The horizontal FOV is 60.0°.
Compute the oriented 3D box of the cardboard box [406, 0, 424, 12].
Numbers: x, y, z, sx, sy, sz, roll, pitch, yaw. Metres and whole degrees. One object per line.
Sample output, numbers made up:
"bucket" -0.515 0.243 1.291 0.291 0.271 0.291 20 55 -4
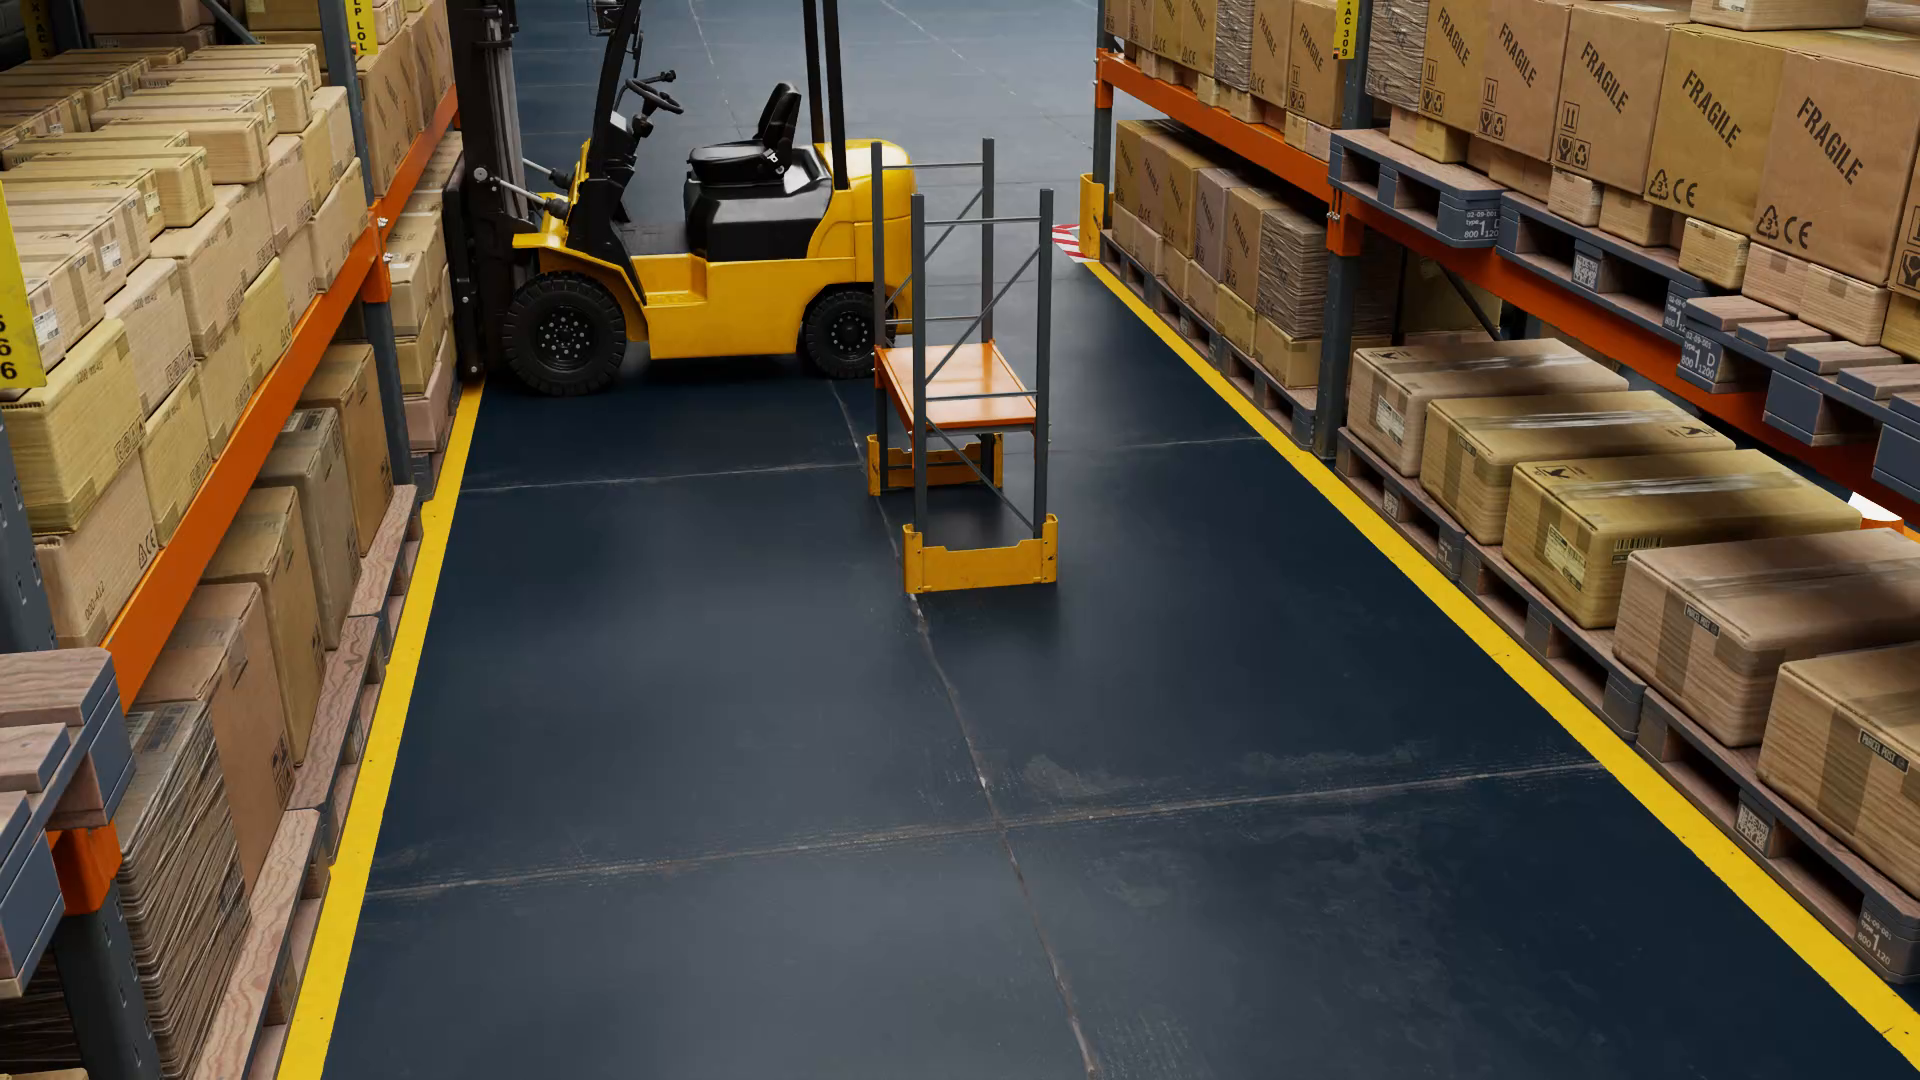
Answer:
"cardboard box" -2.893 -2.720 8.294 0.380 0.149 0.250 -4 24 -9

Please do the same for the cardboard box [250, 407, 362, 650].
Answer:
"cardboard box" -2.510 -0.016 5.481 0.875 0.625 0.625 -5 24 -10

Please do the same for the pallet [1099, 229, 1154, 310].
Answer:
"pallet" 1.514 -1.734 10.456 1.003 0.211 1.213 -4 24 -10

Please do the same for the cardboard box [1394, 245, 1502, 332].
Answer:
"cardboard box" 2.280 -1.319 7.995 0.500 0.500 0.500 -3 24 -7

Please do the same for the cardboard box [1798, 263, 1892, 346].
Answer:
"cardboard box" 2.360 -0.602 4.170 0.380 0.149 0.250 -5 24 -10

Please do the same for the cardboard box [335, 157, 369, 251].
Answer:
"cardboard box" -2.403 -1.174 5.878 0.500 0.250 0.500 -4 24 -9

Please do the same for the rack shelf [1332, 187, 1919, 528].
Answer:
"rack shelf" 2.494 -0.674 5.445 1.077 0.370 4.000 -4 24 -10

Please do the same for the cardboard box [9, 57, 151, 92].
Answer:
"cardboard box" -2.902 -1.501 5.504 0.380 0.149 0.250 -5 24 -12

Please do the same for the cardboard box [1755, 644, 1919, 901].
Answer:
"cardboard box" 2.769 0.572 4.452 0.950 0.372 0.625 -6 24 -13

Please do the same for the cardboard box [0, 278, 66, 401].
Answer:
"cardboard box" -1.784 -0.339 2.842 0.380 0.149 0.250 -4 24 -8

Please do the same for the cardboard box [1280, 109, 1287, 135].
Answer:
"cardboard box" 1.740 -1.985 7.862 0.380 0.149 0.250 -4 24 -9

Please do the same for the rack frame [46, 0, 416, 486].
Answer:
"rack frame" -2.754 -1.422 6.258 1.000 3.000 0.127 -4 24 -10

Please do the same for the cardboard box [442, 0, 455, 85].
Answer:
"cardboard box" -3.144 -2.867 9.441 0.500 0.500 0.500 -5 24 -11

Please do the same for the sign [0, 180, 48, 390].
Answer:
"sign" -1.483 -0.387 2.540 0.100 0.325 0.005 -4 24 -10

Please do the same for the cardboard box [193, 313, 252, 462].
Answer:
"cardboard box" -2.046 -0.373 4.043 0.500 0.250 0.500 -5 24 -11

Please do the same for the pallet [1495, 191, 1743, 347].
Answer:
"pallet" 2.457 -0.905 5.314 1.003 0.211 1.213 -4 24 -10

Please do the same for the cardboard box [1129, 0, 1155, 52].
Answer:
"cardboard box" 1.298 -3.136 9.685 0.500 0.500 0.500 -4 24 -8

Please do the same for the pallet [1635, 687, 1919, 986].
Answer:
"pallet" 2.720 0.753 4.762 1.003 0.211 1.213 -4 24 -10

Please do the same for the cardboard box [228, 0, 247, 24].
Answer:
"cardboard box" -2.676 -2.143 6.603 0.380 0.149 0.250 -4 24 -9

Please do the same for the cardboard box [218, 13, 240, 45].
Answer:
"cardboard box" -3.187 -2.073 6.813 0.380 0.149 0.250 -4 24 -8

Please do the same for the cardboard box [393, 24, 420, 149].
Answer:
"cardboard box" -2.787 -2.064 7.604 0.500 0.500 0.500 -5 24 -10

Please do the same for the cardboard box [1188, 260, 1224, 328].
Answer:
"cardboard box" 1.552 -1.345 8.992 0.500 0.250 0.500 -4 24 -9

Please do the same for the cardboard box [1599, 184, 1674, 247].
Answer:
"cardboard box" 2.207 -1.010 5.103 0.380 0.149 0.250 -5 24 -11

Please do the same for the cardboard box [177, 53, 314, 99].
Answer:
"cardboard box" -2.407 -1.547 5.608 0.380 0.149 0.250 -5 24 -11

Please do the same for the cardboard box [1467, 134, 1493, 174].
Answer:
"cardboard box" 2.080 -1.422 6.048 0.380 0.149 0.250 -3 24 -6

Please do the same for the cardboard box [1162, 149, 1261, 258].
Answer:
"cardboard box" 1.452 -1.890 9.303 0.500 0.500 0.500 -4 24 -9

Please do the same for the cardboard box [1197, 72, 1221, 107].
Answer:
"cardboard box" 1.472 -2.380 8.766 0.380 0.149 0.250 -4 24 -9

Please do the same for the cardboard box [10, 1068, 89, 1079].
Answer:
"cardboard box" -1.725 1.255 2.727 0.500 0.500 0.500 -4 24 -8

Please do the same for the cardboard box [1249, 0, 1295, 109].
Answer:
"cardboard box" 1.695 -2.331 7.843 0.500 0.500 0.500 -4 24 -8

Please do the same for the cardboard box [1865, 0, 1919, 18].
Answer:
"cardboard box" 2.715 -1.396 5.177 0.500 0.500 0.500 -5 24 -12

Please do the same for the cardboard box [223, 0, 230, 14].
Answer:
"cardboard box" -3.177 -2.209 6.754 0.380 0.149 0.250 -5 24 -10

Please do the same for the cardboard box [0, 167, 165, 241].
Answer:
"cardboard box" -2.043 -0.741 3.764 0.380 0.149 0.250 -4 24 -9

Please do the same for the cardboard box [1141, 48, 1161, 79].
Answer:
"cardboard box" 1.275 -2.788 9.700 0.380 0.149 0.250 -4 24 -9

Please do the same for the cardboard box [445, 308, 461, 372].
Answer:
"cardboard box" -2.737 -0.968 8.130 0.500 0.250 0.500 -4 24 -9

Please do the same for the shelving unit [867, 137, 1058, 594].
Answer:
"shelving unit" -0.014 -0.717 6.518 0.587 1.500 1.083 -4 24 -10

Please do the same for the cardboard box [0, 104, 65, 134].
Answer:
"cardboard box" -2.716 -1.105 4.598 0.380 0.149 0.250 -4 24 -10

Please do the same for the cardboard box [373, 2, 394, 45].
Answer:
"cardboard box" -2.652 -2.214 7.137 0.380 0.149 0.250 -4 24 -9

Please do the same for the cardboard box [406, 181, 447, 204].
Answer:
"cardboard box" -2.812 -1.630 8.395 0.500 0.250 0.500 -5 24 -11

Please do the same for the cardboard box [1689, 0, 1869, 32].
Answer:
"cardboard box" 2.284 -1.512 4.632 0.380 0.149 0.250 -5 24 -12

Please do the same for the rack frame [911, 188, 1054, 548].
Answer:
"rack frame" 0.078 -0.521 6.069 0.500 1.500 0.032 -4 24 -10

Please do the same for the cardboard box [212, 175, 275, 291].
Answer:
"cardboard box" -2.146 -0.805 4.407 0.500 0.250 0.500 -4 24 -9

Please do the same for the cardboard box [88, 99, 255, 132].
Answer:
"cardboard box" -2.207 -1.146 4.692 0.380 0.149 0.250 -4 24 -9

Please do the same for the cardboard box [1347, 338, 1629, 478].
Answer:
"cardboard box" 2.223 -0.573 7.072 0.950 0.372 0.625 -4 24 -9

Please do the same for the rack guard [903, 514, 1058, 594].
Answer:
"rack guard" 0.078 0.051 6.320 0.587 0.250 0.087 -4 24 -10

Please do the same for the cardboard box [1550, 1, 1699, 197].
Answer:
"cardboard box" 2.205 -1.366 5.108 0.500 0.500 0.500 -5 24 -12

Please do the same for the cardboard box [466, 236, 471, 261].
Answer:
"cardboard box" -2.898 -1.589 8.926 0.500 0.250 0.500 -5 24 -11

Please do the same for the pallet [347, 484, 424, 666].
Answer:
"pallet" -2.579 0.143 6.159 1.003 0.211 1.213 -4 24 -10

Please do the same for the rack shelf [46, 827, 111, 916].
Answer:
"rack shelf" -1.644 1.268 0.998 1.077 0.370 4.000 -4 24 -10
